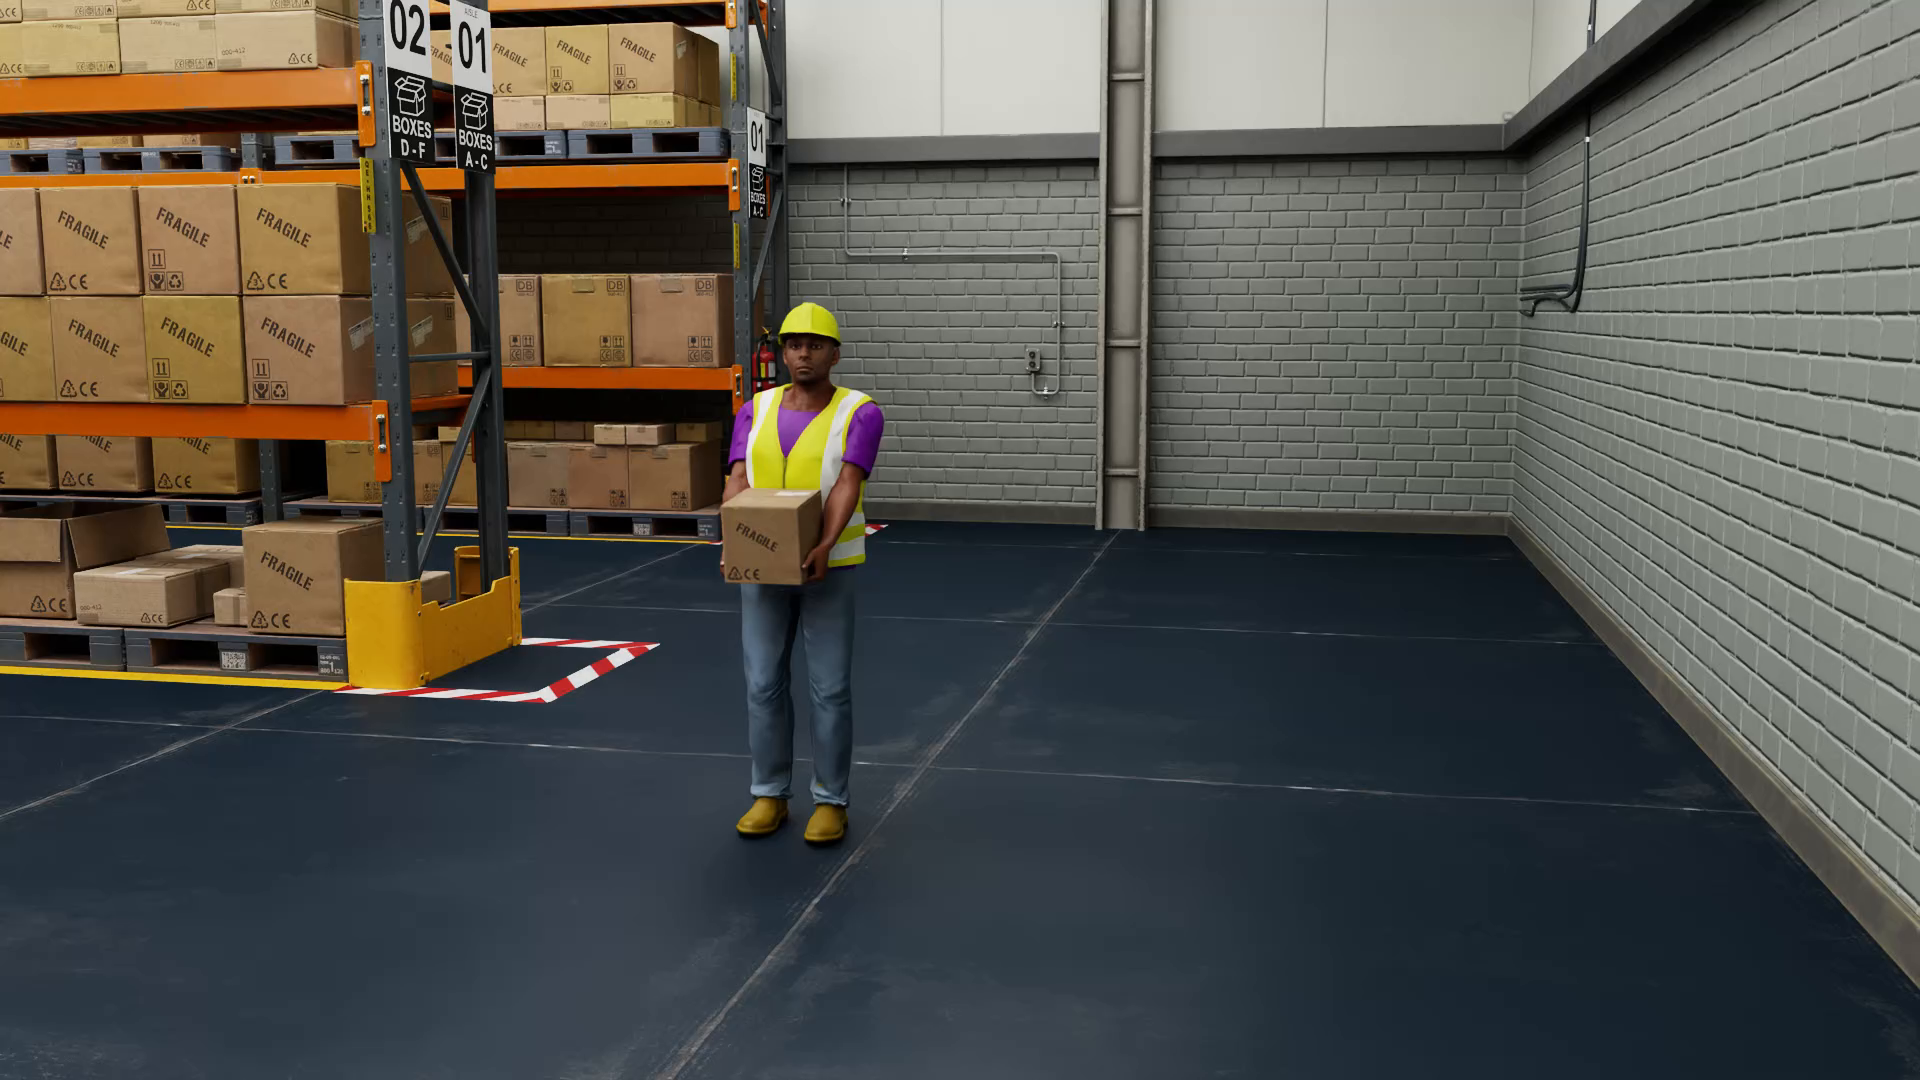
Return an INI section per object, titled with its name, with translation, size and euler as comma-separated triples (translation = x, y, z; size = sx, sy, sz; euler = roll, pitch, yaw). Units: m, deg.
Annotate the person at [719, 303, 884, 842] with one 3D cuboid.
[person]
translation = -0.535, 0.111, 5.445
size = 0.504, 1.760, 0.583
euler = 2, 8, 12
